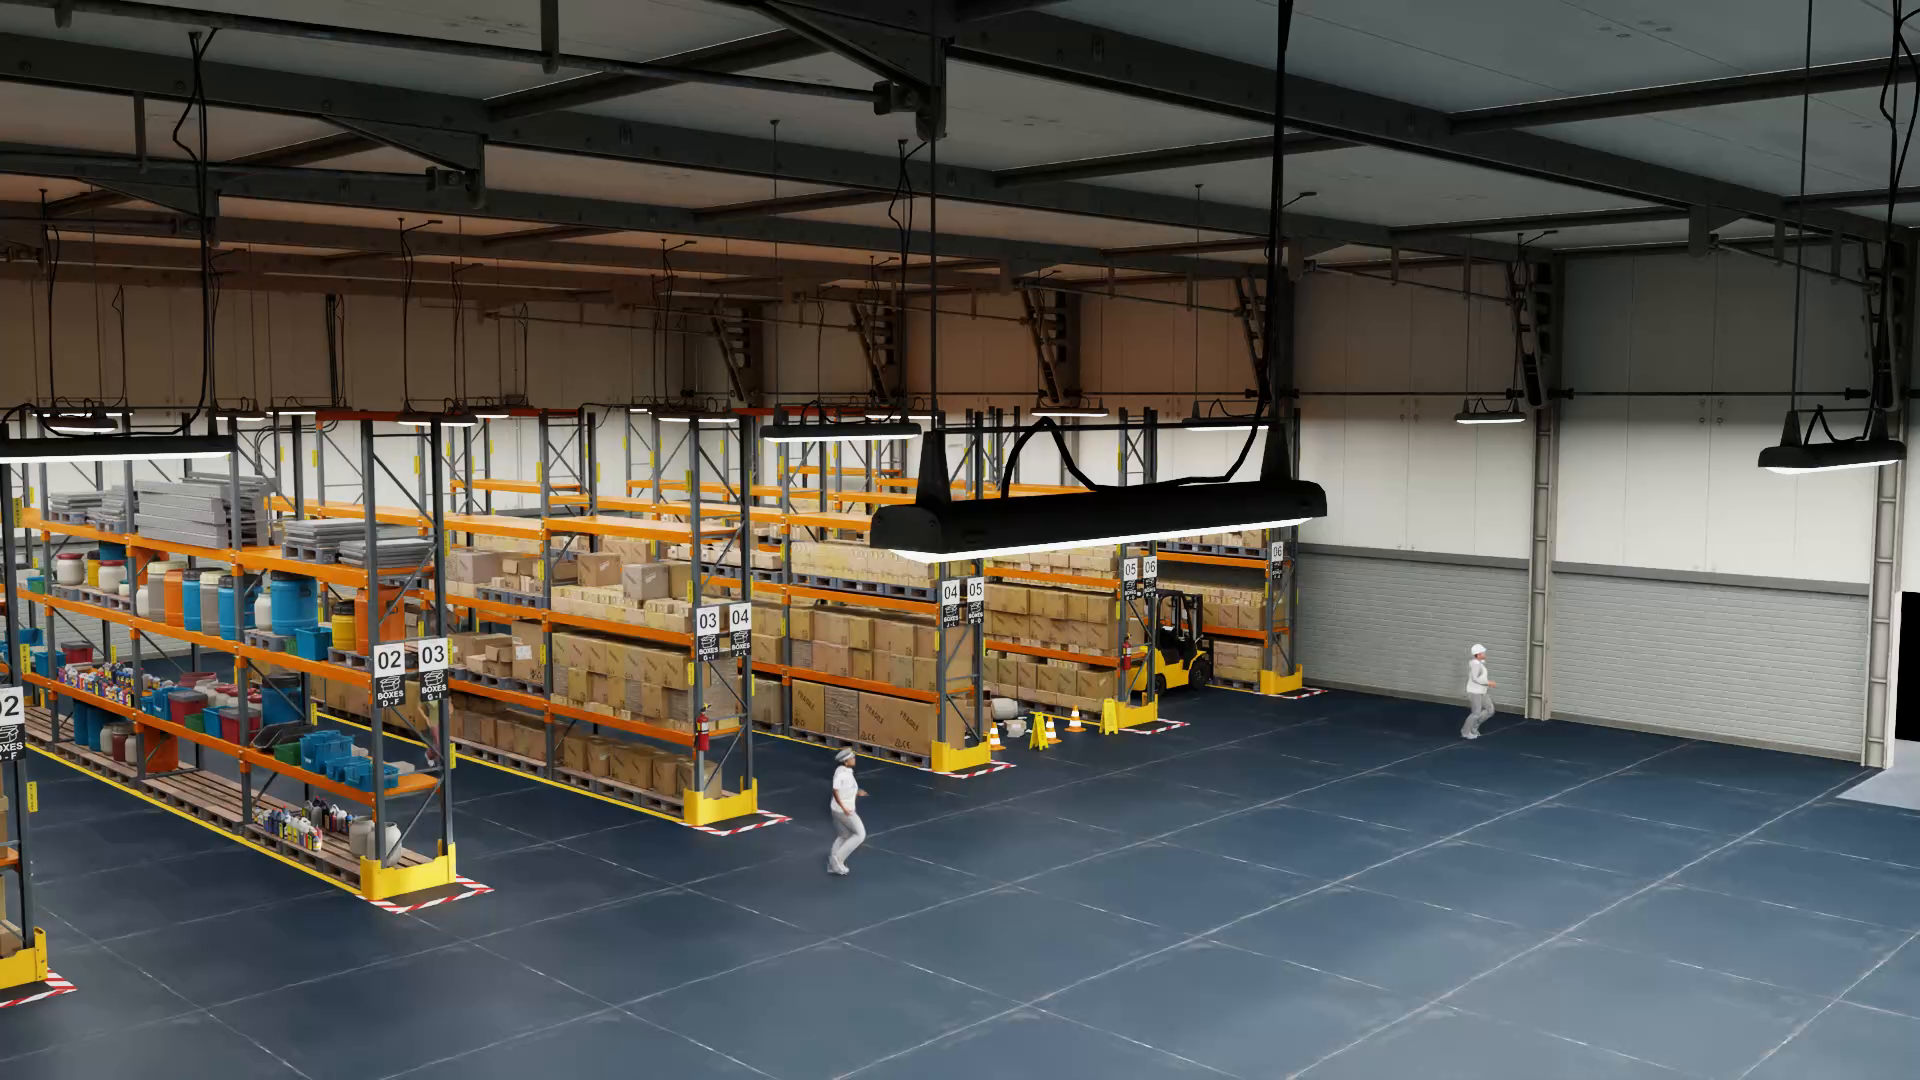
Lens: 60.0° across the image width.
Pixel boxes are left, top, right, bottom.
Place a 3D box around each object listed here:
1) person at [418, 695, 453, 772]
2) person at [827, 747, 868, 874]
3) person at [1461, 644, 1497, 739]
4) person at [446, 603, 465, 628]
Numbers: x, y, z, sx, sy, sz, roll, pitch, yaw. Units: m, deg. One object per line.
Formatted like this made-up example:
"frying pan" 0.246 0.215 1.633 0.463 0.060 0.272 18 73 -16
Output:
"person" -8.645 3.077 27.525 0.572 1.666 0.801 -5 7 -42
"person" -1.471 3.553 21.926 0.584 1.667 0.559 -2 5 -18
"person" 9.482 2.769 30.336 0.638 1.745 0.662 3 6 26
"person" -12.242 1.888 40.389 0.667 1.741 0.671 1 5 15
